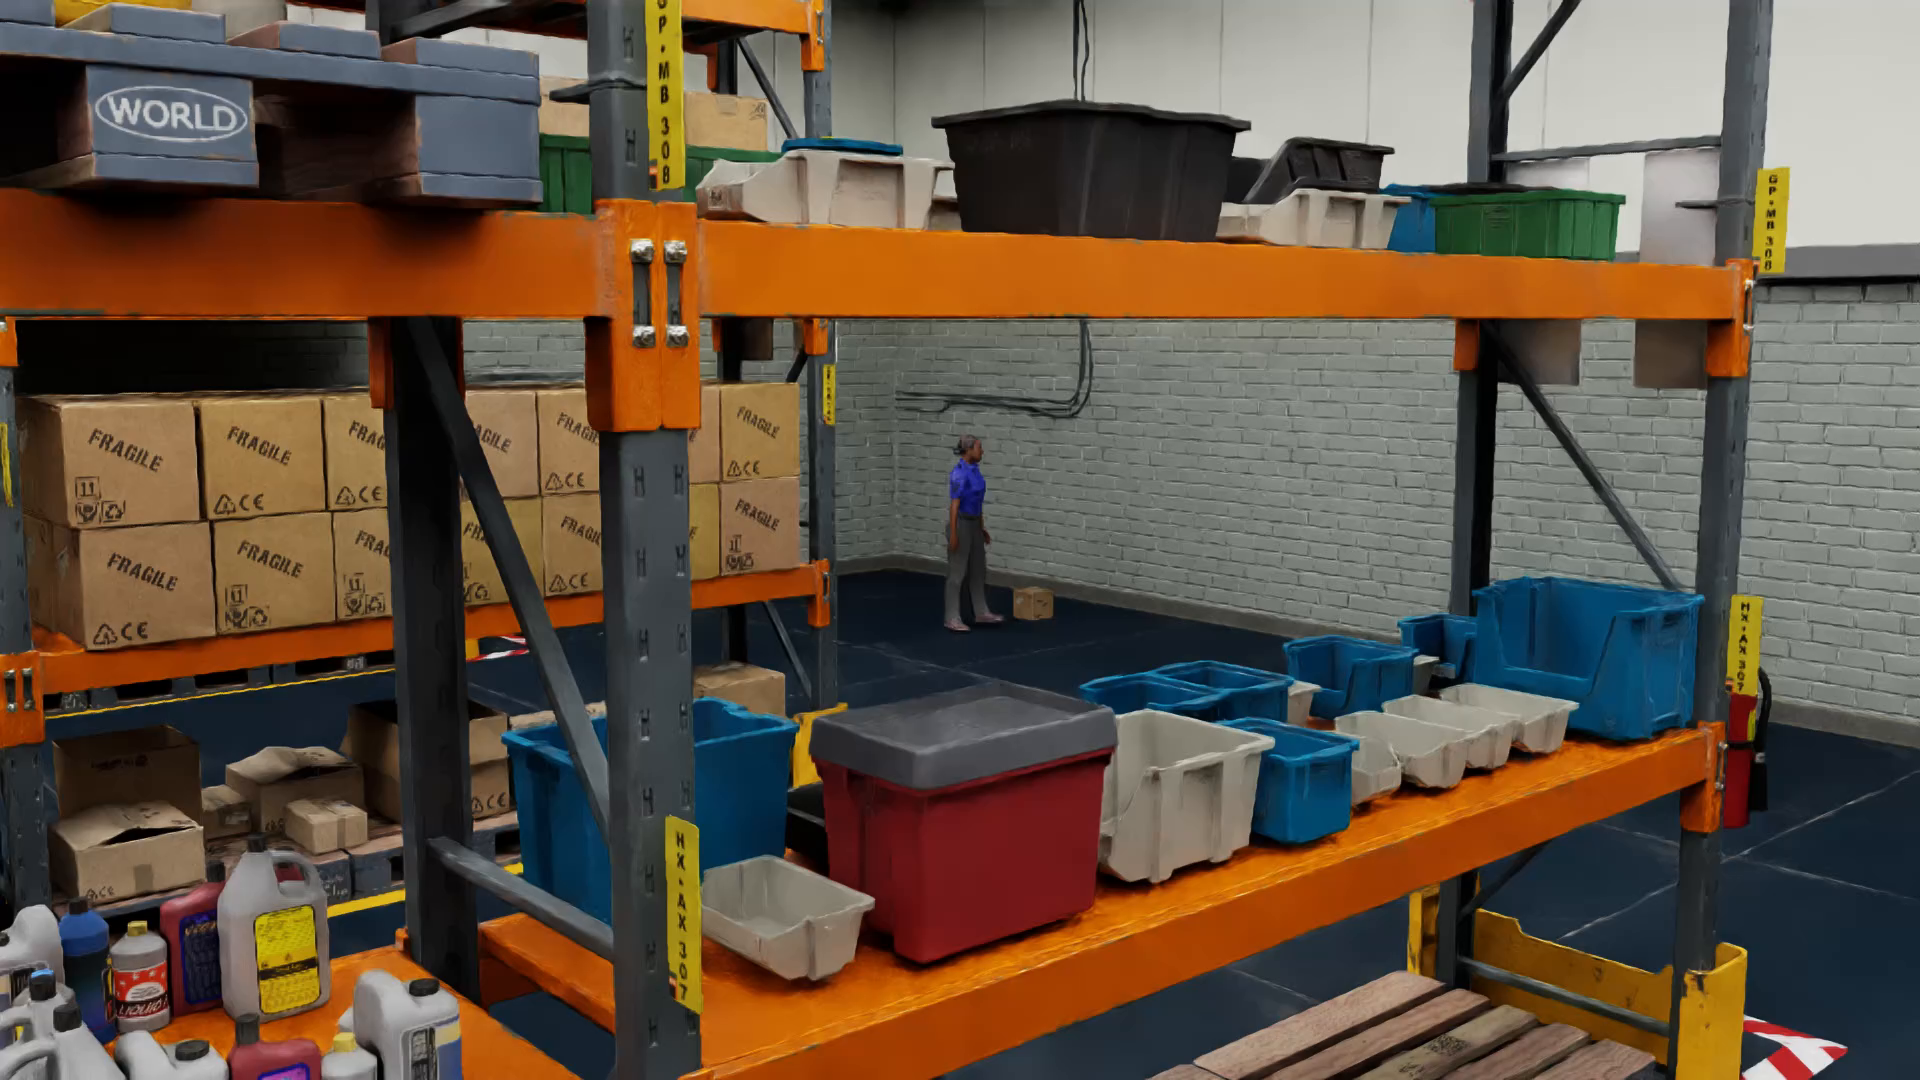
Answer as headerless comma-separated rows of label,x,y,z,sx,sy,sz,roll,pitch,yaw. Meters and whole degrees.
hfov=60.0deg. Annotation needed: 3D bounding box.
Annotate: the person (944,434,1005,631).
person,0.114,-0.070,14.199,0.475,1.665,0.519,3,8,21
